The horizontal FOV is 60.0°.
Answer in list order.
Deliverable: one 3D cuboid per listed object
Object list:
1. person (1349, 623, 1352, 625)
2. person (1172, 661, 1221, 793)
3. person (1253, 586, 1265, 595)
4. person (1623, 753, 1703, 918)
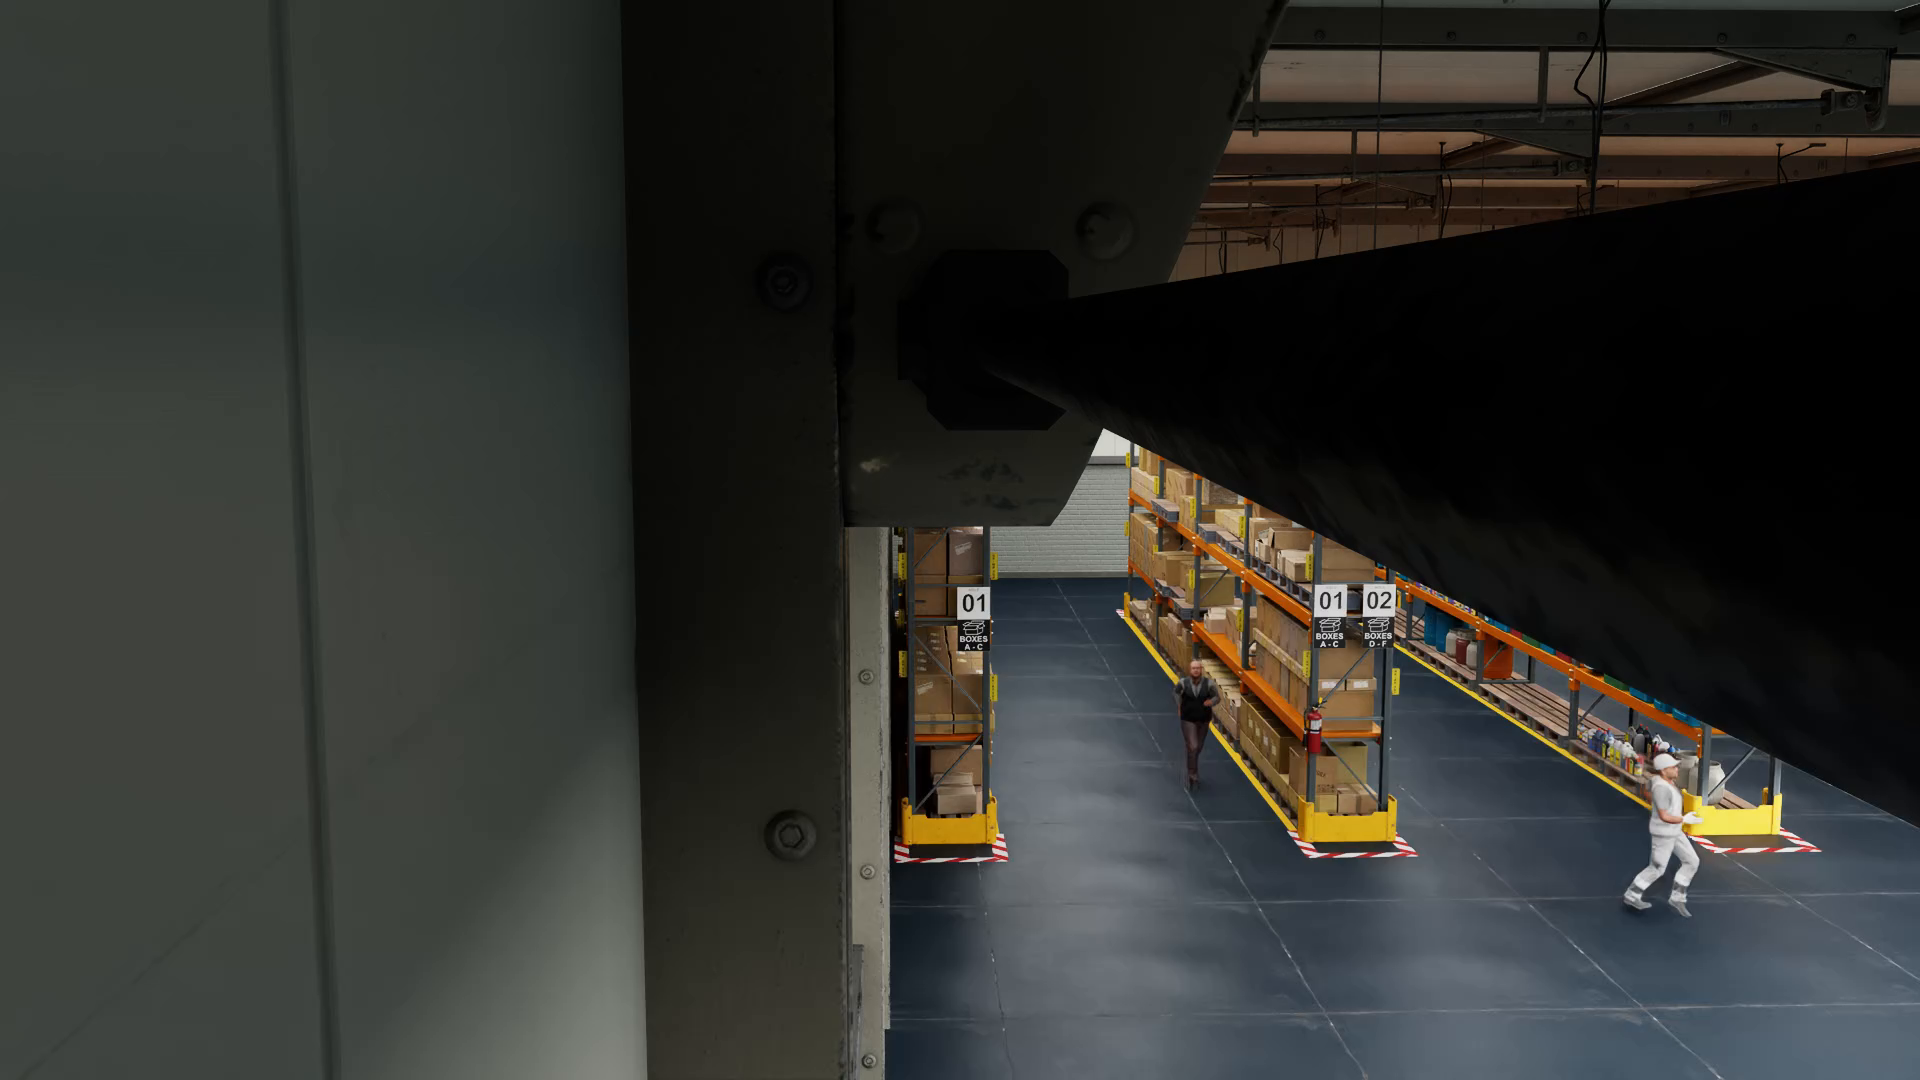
[{"bbox_3d":[6.904,1.641,30.014,0.575,1.652,0.970,-1,7,-11],"label":"person"},{"bbox_3d":[3.285,2.534,23.046,0.638,1.761,0.871,0,7,-3],"label":"person"},{"bbox_3d":[6.265,1.214,34.018,0.572,1.538,0.698,-1,7,-7],"label":"person"},{"bbox_3d":[7.598,3.181,17.916,0.755,1.812,0.670,5,9,31],"label":"person"}]
